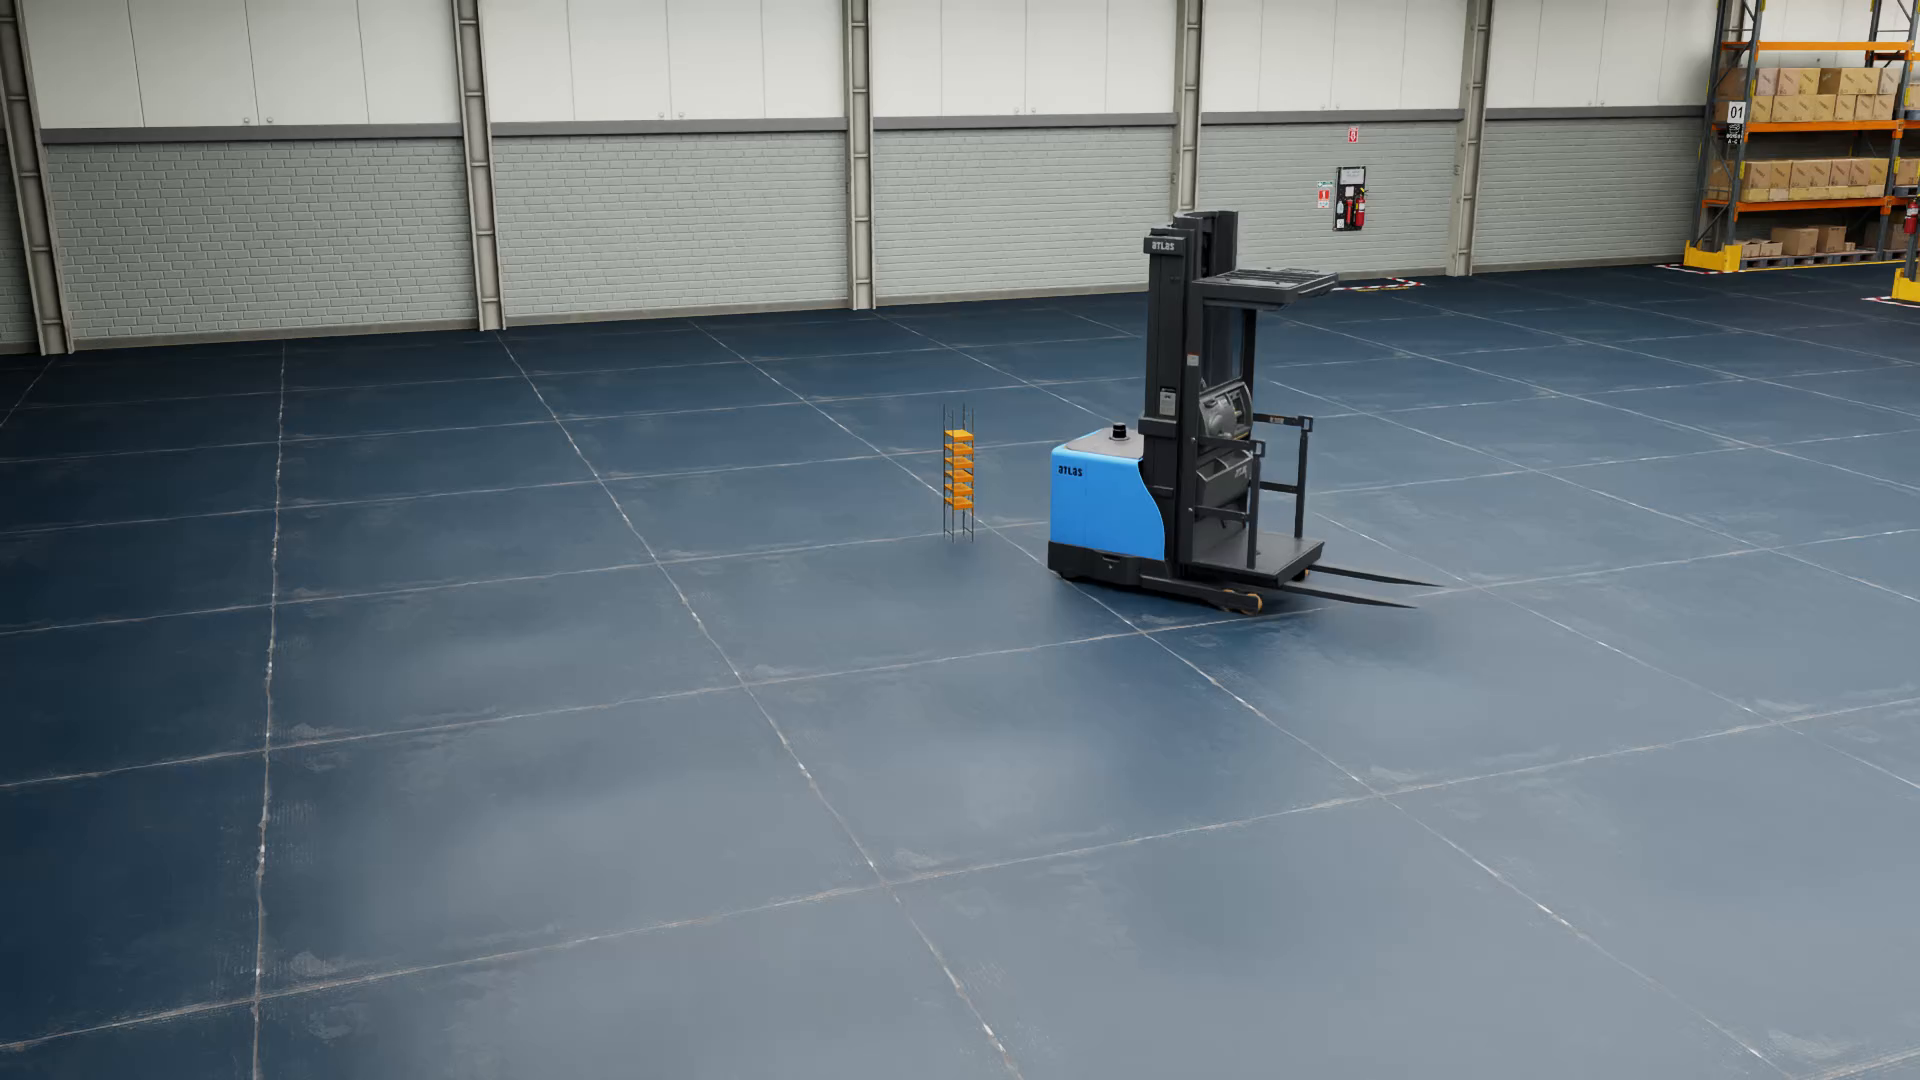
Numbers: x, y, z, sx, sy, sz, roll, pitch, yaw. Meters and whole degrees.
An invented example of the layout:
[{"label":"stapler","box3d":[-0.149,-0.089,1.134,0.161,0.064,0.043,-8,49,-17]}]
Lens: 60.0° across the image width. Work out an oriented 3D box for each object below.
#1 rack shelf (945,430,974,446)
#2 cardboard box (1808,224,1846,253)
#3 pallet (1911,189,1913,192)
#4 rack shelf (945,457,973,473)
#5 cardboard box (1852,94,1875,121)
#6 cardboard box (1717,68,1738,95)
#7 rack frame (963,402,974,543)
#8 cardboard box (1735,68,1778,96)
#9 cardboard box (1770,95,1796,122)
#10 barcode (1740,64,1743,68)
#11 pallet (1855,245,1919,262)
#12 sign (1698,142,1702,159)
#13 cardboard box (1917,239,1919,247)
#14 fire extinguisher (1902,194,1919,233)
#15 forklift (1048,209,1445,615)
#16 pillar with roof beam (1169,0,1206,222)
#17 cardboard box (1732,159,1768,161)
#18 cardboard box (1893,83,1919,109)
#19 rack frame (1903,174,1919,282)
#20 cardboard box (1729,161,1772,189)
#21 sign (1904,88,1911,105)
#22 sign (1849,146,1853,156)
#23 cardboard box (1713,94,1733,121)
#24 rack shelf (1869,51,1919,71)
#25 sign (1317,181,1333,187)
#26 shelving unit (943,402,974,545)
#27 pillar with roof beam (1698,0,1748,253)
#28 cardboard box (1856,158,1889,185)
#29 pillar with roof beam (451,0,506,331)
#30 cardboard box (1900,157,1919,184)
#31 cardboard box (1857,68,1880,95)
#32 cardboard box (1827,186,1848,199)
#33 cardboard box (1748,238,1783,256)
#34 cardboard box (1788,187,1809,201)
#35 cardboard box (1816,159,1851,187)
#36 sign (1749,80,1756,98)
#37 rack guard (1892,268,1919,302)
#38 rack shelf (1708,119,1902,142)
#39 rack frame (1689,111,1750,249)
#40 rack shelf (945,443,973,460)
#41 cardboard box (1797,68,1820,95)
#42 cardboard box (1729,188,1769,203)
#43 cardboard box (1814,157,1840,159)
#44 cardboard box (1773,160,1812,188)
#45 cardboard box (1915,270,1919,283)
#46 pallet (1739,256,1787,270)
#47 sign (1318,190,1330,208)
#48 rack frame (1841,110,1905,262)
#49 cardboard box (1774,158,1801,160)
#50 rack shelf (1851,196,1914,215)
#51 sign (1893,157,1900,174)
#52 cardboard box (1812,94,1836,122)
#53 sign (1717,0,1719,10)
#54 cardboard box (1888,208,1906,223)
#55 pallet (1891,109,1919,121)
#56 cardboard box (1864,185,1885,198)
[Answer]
[{"label":"rack shelf","box3d":[-0.014,-0.877,14.335,0.180,0.103,0.258,-6,17,-20]},{"label":"cardboard box","box3d":[17.604,-6.133,33.815,0.500,0.500,0.500,-8,18,-24]},{"label":"pallet","box3d":[20.460,-7.337,34.601,1.213,0.211,1.003,-6,17,-20]},{"label":"rack shelf","box3d":[-0.014,-0.647,14.403,0.180,0.103,0.258,-6,17,-20]},{"label":"cardboard box","box3d":[17.698,-8.570,32.920,0.500,0.500,0.500,-8,18,-25]},{"label":"cardboard box","box3d":[15.132,-8.922,32.345,0.500,0.500,0.500,-5,17,-18]},{"label":"rack frame","box3d":[0.072,-0.583,14.456,0.006,1.200,0.240,-6,17,-20]},{"label":"cardboard box","box3d":[15.270,-8.785,31.878,0.500,0.500,0.500,-8,18,-24]},{"label":"cardboard box","box3d":[15.739,-8.343,32.147,0.500,0.500,0.500,-5,17,-16]},{"label":"barcode","box3d":[15.307,-9.291,32.573,0.075,0.075,0.001,-6,17,-20]},{"label":"pallet","box3d":[19.285,-5.977,34.578,1.213,0.211,1.003,-6,17,-20]},{"label":"sign","box3d":[14.643,-7.688,32.840,0.005,0.325,0.100,-6,17,-20]},{"label":"cardboard box","box3d":[19.704,-6.392,34.697,0.500,0.500,0.700,-7,18,-21]},{"label":"fire extinguisher","box3d":[16.323,-5.603,28.493,0.183,0.674,0.296,-6,17,-20]},{"label":"forklift","box3d":[2.239,-1.004,12.815,3.031,2.935,1.130,10,19,30]},{"label":"pillar with roof beam","box3d":[5.502,-7.667,24.736,0.400,9.000,9.100,-6,17,-20]},{"label":"cardboard box","box3d":[15.661,-7.282,32.972,0.500,0.500,0.500,-6,17,-19]},{"label":"cardboard box","box3d":[19.098,-8.959,33.537,0.500,0.500,0.500,-4,17,-12]},{"label":"rack frame","box3d":[16.599,-5.530,28.106,0.127,3.000,1.000,-6,17,-20]},{"label":"cardboard box","box3d":[15.377,-7.100,32.351,0.500,0.500,0.500,-6,17,-20]},{"label":"sign","box3d":[18.760,-8.782,32.938,0.005,0.325,0.100,-6,17,-20]},{"label":"sign","box3d":[18.356,-7.938,34.250,0.005,0.325,0.100,-6,17,-20]},{"label":"cardboard box","box3d":[15.122,-8.439,32.474,0.500,0.500,0.500,-5,17,-16]},{"label":"rack shelf","box3d":[20.426,-9.779,33.916,4.000,0.370,1.077,-6,17,-20]},{"label":"sign","box3d":[6.698,-6.528,30.501,0.331,0.109,0.001,-6,17,-20]},{"label":"shelving unit","box3d":[-0.014,-0.574,14.424,0.189,1.200,0.258,-6,17,-20]},{"label":"pillar with roof beam","box3d":[16.708,-8.877,28.856,0.400,9.000,9.100,-6,17,-20]},{"label":"cardboard box","box3d":[18.228,-7.405,33.390,0.500,0.500,0.500,-6,17,-20]},{"label":"pillar with roof beam","box3d":[-5.703,-6.457,20.617,0.400,9.000,9.100,-6,17,-20]},{"label":"cardboard box","box3d":[19.570,-7.592,34.170,0.500,0.500,0.700,-4,17,-14]},{"label":"cardboard box","box3d":[17.677,-9.033,32.723,0.500,0.500,0.500,-5,17,-17]},{"label":"cardboard box","box3d":[17.292,-6.944,33.151,0.500,0.250,0.500,-6,17,-20]},{"label":"cardboard box","box3d":[16.034,-5.858,33.213,0.500,0.311,0.500,-5,17,-15]},{"label":"cardboard box","box3d":[16.350,-6.842,32.805,0.500,0.250,0.500,-6,18,-21]},{"label":"cardboard box","box3d":[17.289,-7.305,33.050,0.500,0.500,0.500,-7,18,-22]},{"label":"sign","box3d":[15.017,-8.549,31.512,0.005,0.325,0.100,-6,17,-20]},{"label":"rack guard","box3d":[16.577,-4.328,28.450,0.348,0.500,1.175,-6,17,-20]},{"label":"rack shelf","box3d":[16.691,-8.129,32.909,4.000,0.370,1.077,-6,17,-20]},{"label":"rack frame","box3d":[14.823,-6.833,32.543,0.127,3.000,1.000,-6,17,-20]},{"label":"rack shelf","box3d":[-0.014,-0.762,14.369,0.180,0.103,0.258,-6,17,-20]},{"label":"cardboard box","box3d":[16.231,-8.876,32.191,0.500,0.500,0.500,-6,17,-19]},{"label":"cardboard box","box3d":[15.392,-6.736,32.445,0.500,0.250,0.500,-7,18,-22]},{"label":"cardboard box","box3d":[17.560,-7.490,33.681,0.500,0.500,0.500,-6,17,-20]},{"label":"cardboard box","box3d":[16.326,-7.197,32.683,0.500,0.500,0.500,-7,18,-22]},{"label":"cardboard box","box3d":[16.994,-4.544,28.883,0.500,0.250,0.500,-6,17,-20]},{"label":"pallet","box3d":[15.665,-5.575,33.210,1.213,0.211,1.003,-6,17,-20]},{"label":"sign","box3d":[6.690,-6.276,30.582,0.234,0.329,0.001,-6,17,-20]},{"label":"rack frame","box3d":[18.558,-7.236,33.917,0.127,3.000,1.000,-6,17,-20]},{"label":"cardboard box","box3d":[16.612,-7.386,33.327,0.500,0.500,0.500,-6,17,-19]},{"label":"rack shelf","box3d":[20.426,-7.093,34.705,4.000,0.370,1.077,-6,17,-20]},{"label":"sign","box3d":[18.760,-7.510,33.311,0.005,0.325,0.100,-6,17,-20]},{"label":"cardboard box","box3d":[16.715,-8.456,32.532,0.500,0.500,0.500,-5,17,-17]},{"label":"sign","box3d":[14.644,-10.384,32.048,0.005,0.325,0.100,-6,17,-20]},{"label":"cardboard box","box3d":[19.650,-6.732,34.523,0.500,0.250,0.500,-7,18,-21]},{"label":"pallet","box3d":[19.173,-8.620,33.637,1.003,0.211,1.213,-6,17,-20]},{"label":"cardboard box","box3d":[18.225,-7.047,33.501,0.500,0.250,0.500,-6,17,-20]}]
